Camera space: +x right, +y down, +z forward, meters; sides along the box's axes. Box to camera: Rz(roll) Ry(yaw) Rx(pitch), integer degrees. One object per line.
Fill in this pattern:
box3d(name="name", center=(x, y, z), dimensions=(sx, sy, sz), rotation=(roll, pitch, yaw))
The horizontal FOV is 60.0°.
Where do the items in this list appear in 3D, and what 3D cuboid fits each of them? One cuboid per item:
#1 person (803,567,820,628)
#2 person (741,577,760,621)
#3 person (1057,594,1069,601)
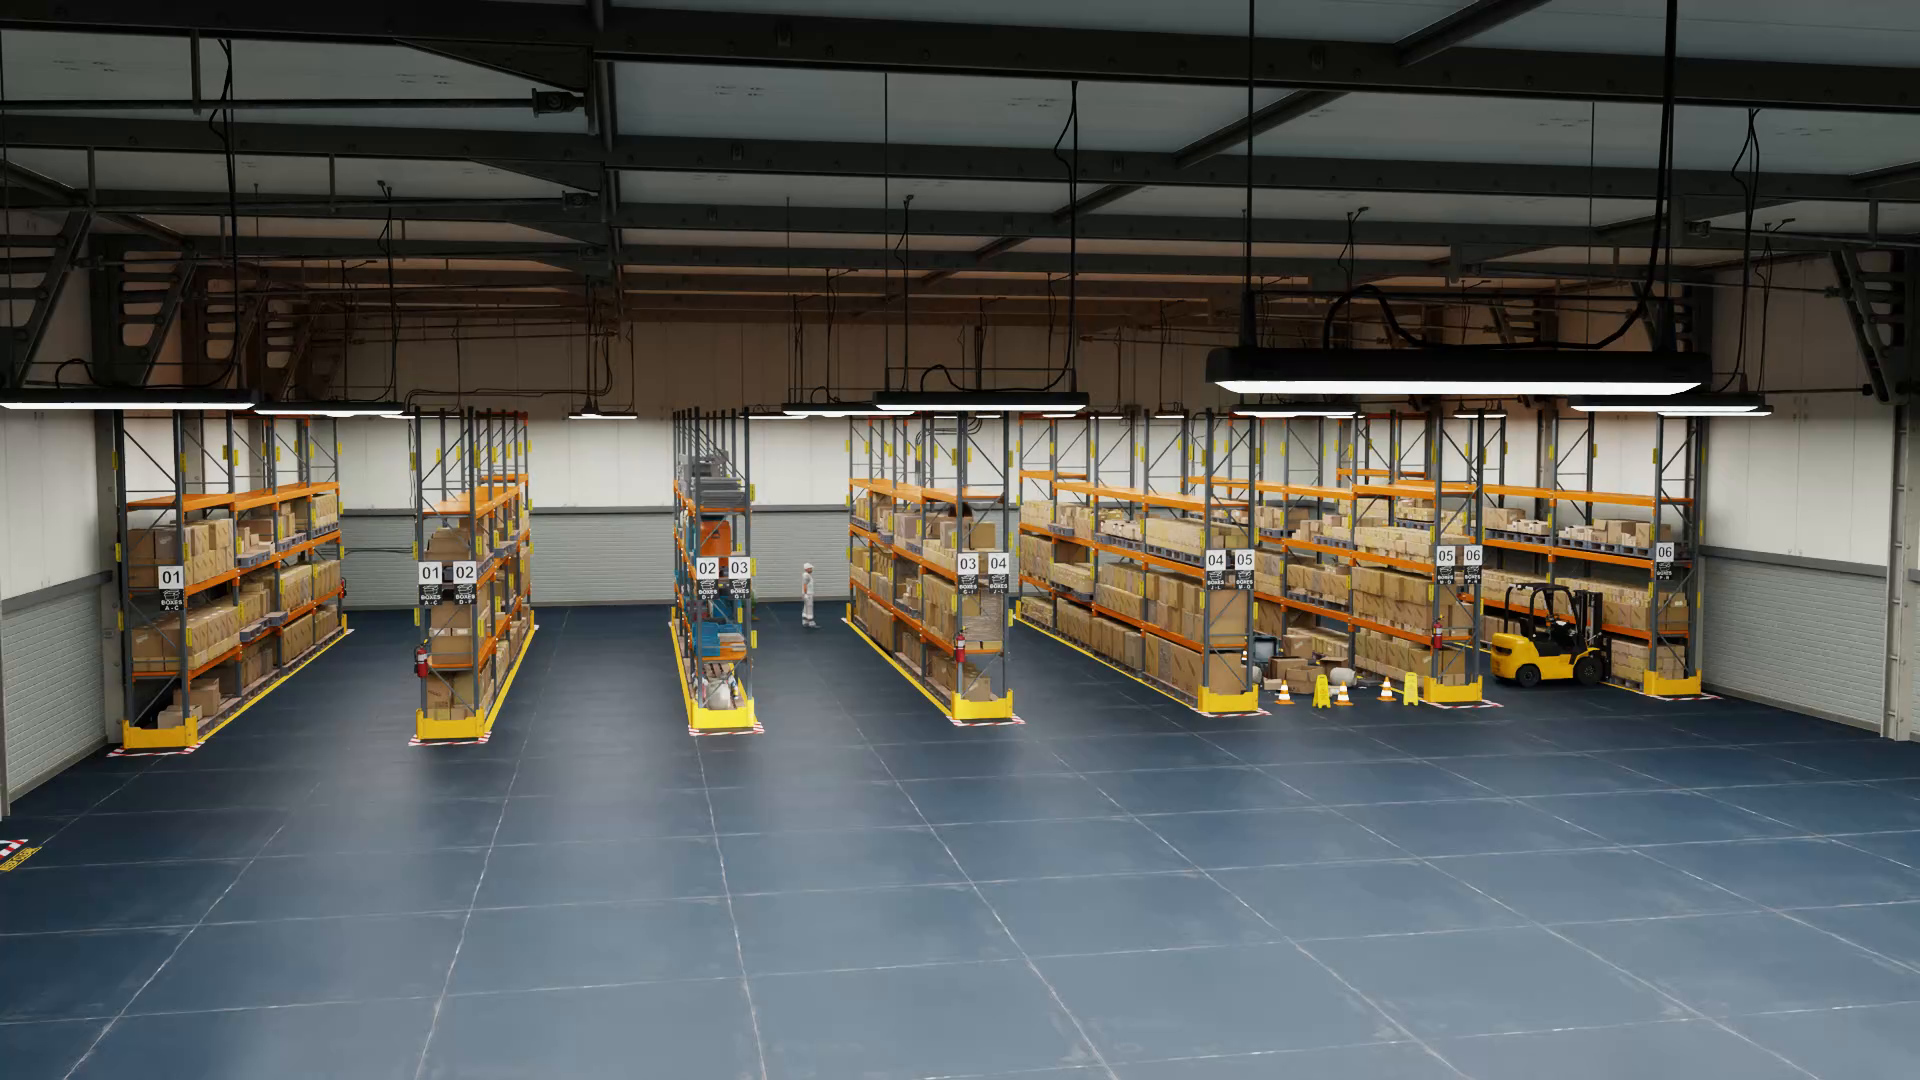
box3d(name="person", center=(-4.129, 1.564, 46.297), dimensions=(0.530, 1.759, 0.587), rotation=(0, 4, 5))
box3d(name="person", center=(-6.173, 1.444, 47.765), dimensions=(0.757, 1.769, 0.567), rotation=(2, 5, 31))
box3d(name="person", center=(3.067, 1.416, 49.739), dimensions=(0.487, 1.607, 0.620), rotation=(-2, 5, -31))
